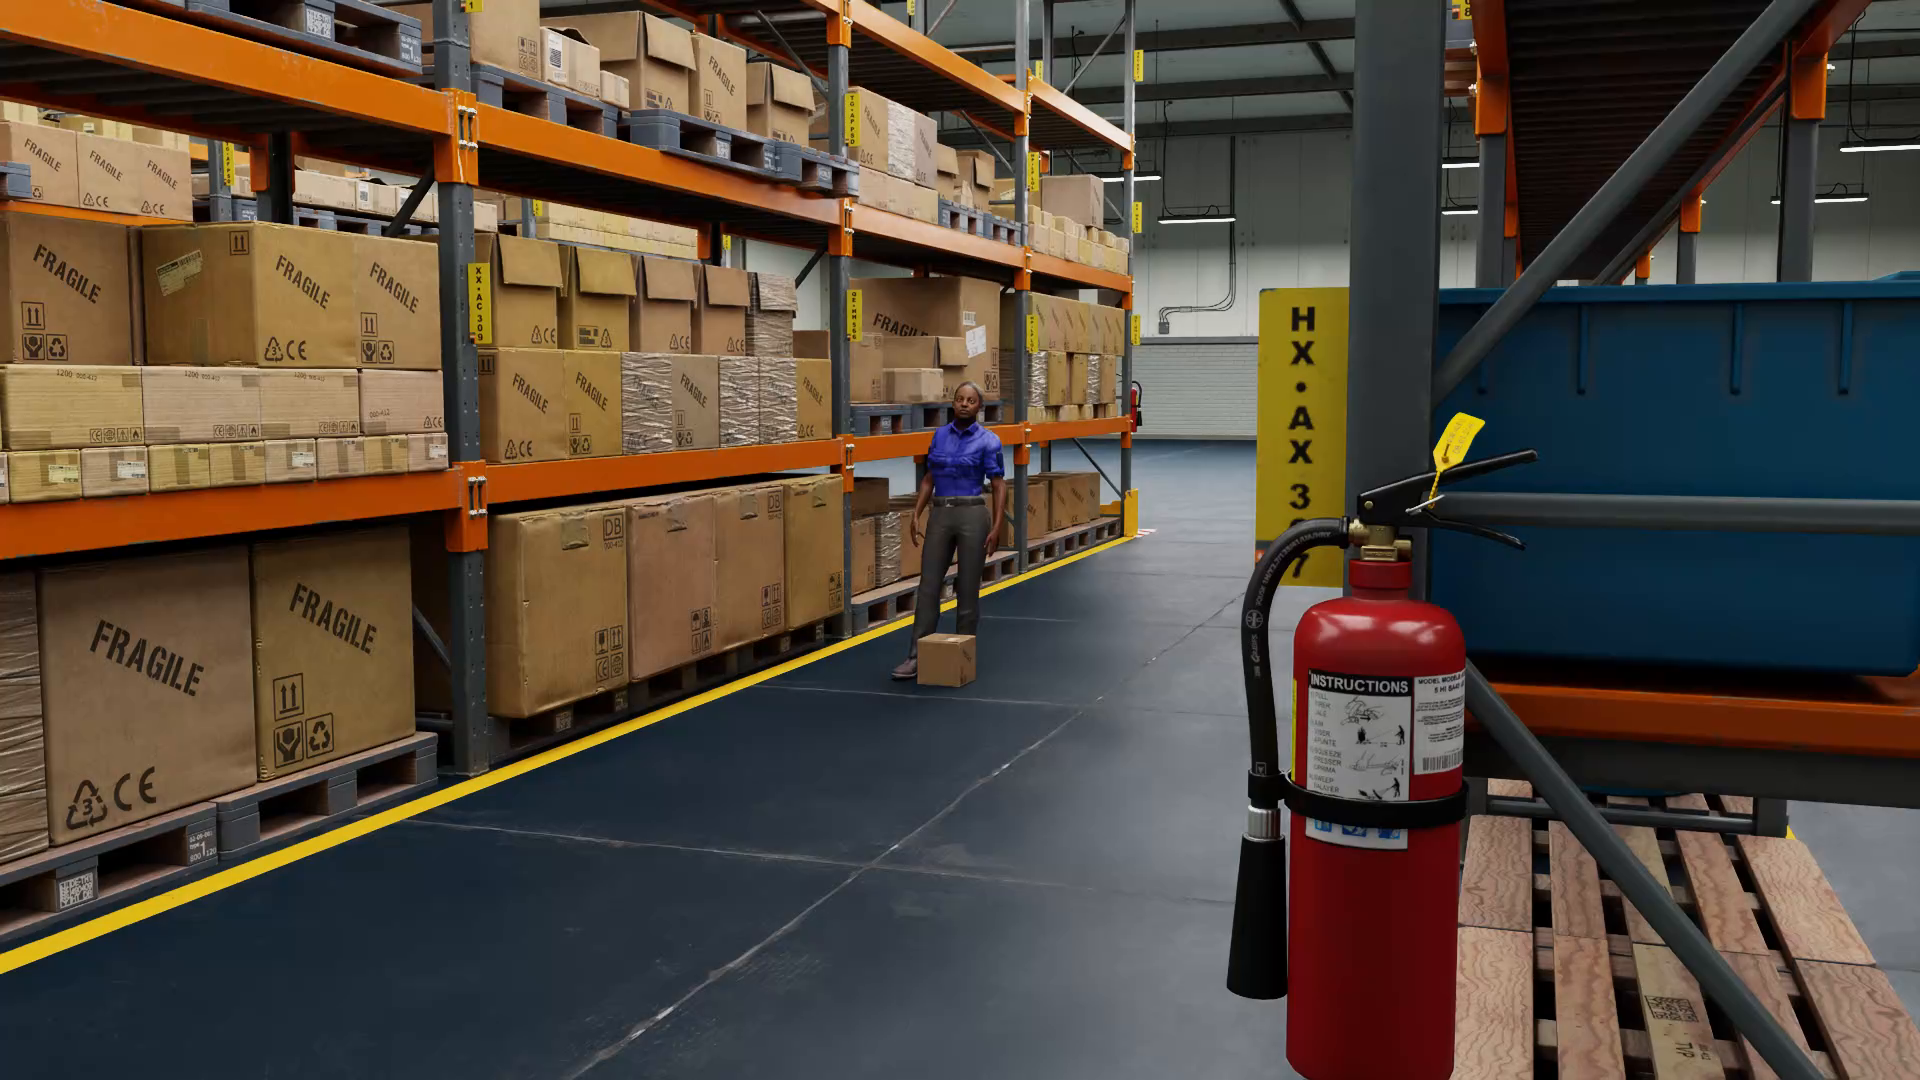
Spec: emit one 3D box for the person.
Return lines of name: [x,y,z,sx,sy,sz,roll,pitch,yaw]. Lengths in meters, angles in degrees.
person: [-0.049,-0.060,9.325,0.569,1.654,0.504,2,6,21]
